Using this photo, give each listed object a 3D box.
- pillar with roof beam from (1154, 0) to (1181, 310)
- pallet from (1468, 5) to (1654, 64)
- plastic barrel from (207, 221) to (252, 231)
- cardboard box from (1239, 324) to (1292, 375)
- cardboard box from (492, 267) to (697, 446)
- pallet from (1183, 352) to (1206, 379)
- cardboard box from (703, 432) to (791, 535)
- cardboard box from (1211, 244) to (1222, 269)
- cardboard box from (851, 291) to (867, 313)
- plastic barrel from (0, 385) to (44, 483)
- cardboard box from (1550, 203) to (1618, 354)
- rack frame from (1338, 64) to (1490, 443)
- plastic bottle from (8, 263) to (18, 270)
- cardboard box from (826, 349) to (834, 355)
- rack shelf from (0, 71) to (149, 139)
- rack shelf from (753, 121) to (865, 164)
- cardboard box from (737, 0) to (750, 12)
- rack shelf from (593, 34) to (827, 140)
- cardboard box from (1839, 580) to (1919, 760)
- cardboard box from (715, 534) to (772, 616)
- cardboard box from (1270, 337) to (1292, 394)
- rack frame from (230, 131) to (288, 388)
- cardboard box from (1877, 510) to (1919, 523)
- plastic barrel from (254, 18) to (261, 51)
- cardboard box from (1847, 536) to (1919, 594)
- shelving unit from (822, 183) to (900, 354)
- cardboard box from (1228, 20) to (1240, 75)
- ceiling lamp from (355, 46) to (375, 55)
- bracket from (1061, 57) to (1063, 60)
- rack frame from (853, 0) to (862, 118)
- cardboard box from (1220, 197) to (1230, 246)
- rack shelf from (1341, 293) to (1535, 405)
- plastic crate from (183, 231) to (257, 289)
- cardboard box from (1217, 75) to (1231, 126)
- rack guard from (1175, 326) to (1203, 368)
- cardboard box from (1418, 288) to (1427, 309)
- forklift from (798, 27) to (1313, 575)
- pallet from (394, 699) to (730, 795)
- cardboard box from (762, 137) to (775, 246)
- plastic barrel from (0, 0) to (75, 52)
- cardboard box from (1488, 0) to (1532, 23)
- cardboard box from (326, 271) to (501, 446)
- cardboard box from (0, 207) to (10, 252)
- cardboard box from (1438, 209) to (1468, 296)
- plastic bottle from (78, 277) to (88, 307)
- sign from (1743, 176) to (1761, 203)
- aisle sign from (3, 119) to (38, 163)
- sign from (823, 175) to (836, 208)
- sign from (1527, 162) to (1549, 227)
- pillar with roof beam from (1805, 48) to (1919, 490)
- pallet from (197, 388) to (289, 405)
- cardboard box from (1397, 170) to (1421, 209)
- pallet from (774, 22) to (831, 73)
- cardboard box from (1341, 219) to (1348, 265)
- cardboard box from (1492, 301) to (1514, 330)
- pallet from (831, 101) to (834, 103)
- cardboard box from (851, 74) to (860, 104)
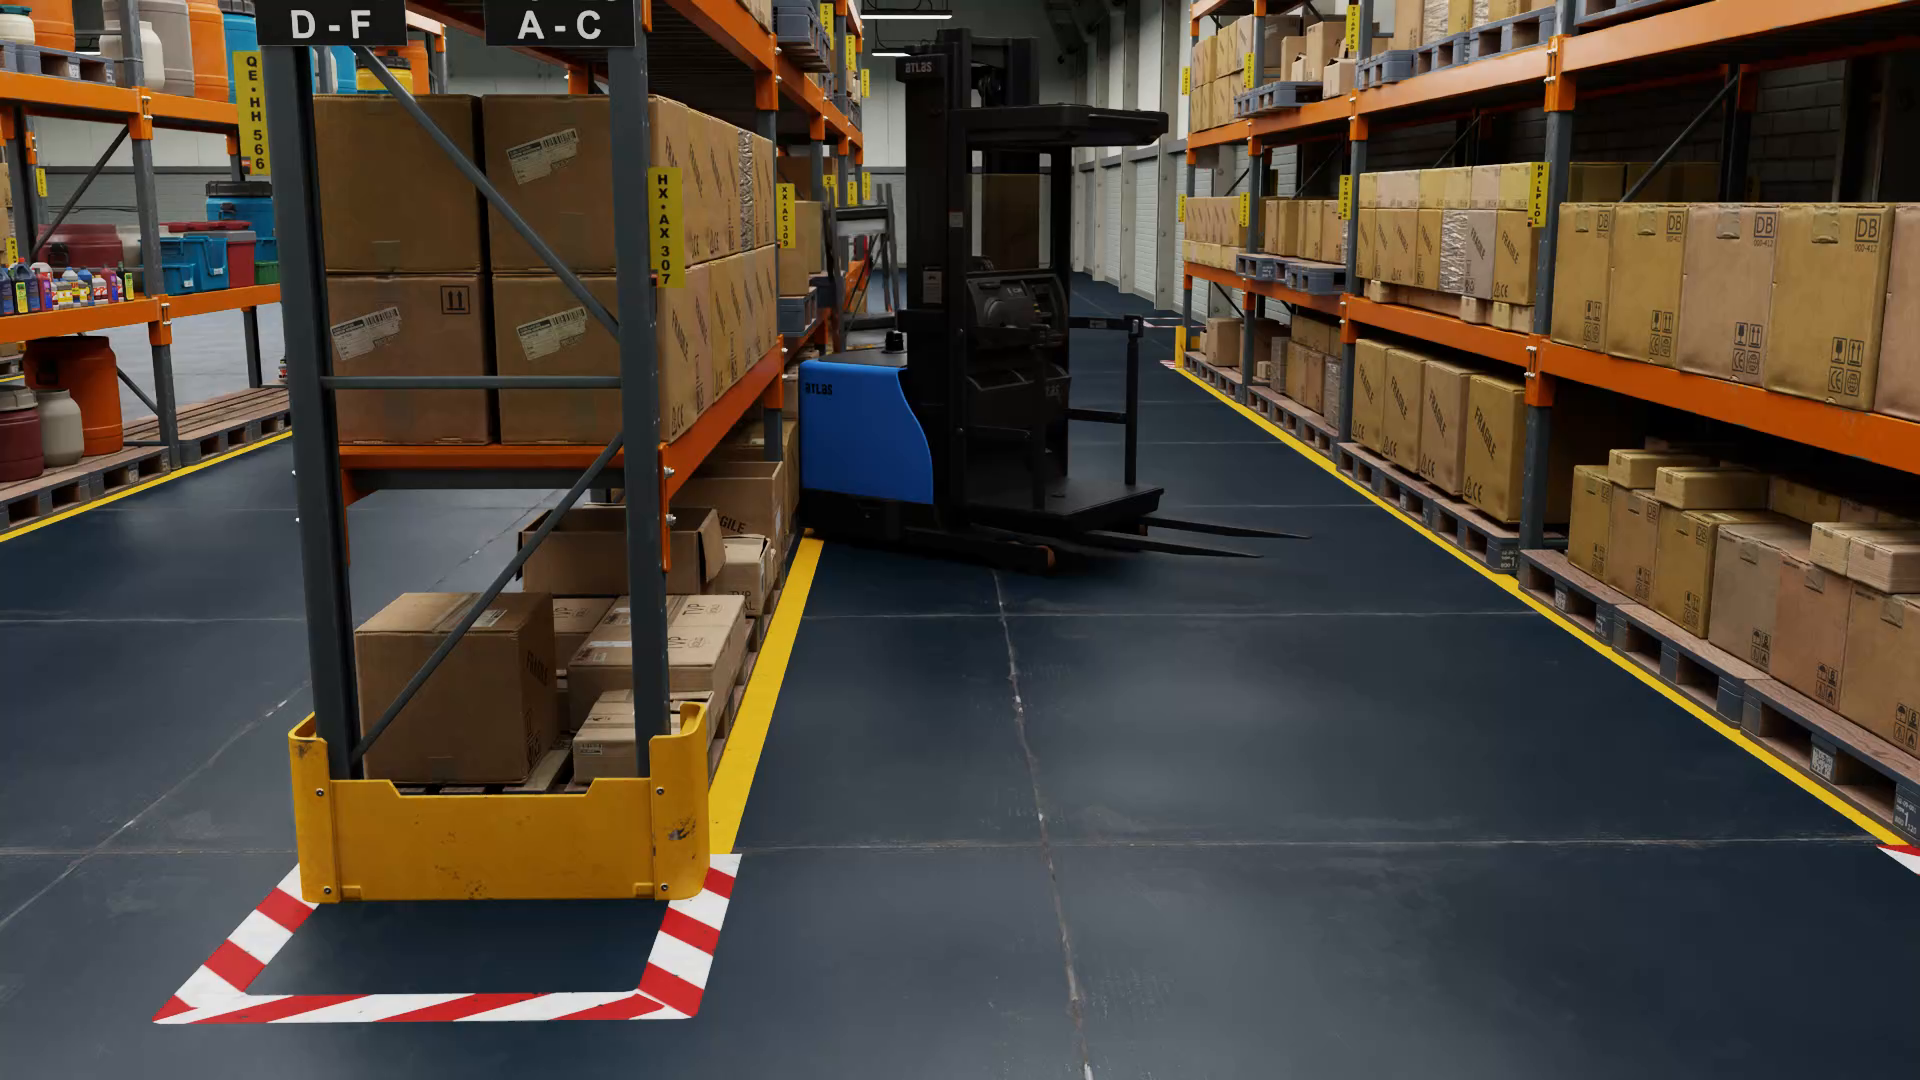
[{"bbox_3d":[-0.404,-8.807,30.836,9.100,9.000,0.400,0,11,-1],"label":"pillar with roof beam"},{"bbox_3d":[3.448,-2.808,9.290,0.805,0.209,1.217,-1,11,-3],"label":"pallet"},{"bbox_3d":[-6.753,-2.674,15.355,0.433,0.535,0.433,0,11,0],"label":"plastic barrel"},{"bbox_3d":[3.290,-2.036,17.732,0.500,0.500,0.500,-1,12,-5],"label":"cardboard box"},{"bbox_3d":[-1.099,-0.571,5.079,0.500,0.500,0.500,0,11,0],"label":"cardboard box"},{"bbox_3d":[3.252,-2.091,19.836,1.003,0.211,1.213,0,11,-1],"label":"pallet"},{"bbox_3d":[-1.202,-0.316,9.252,0.500,0.500,0.500,-1,11,-4],"label":"cardboard box"},{"bbox_3d":[3.011,-3.068,17.963,0.500,0.250,0.500,0,11,-1],"label":"cardboard box"},{"bbox_3d":[-1.375,-2.734,19.964,0.500,0.500,0.500,0,11,-1],"label":"cardboard box"},{"bbox_3d":[-6.420,-0.706,11.003,0.600,0.588,0.708,0,11,-1],"label":"plastic barrel"},{"bbox_3d":[3.512,-1.288,8.111,0.980,0.700,0.700,0,11,0],"label":"cardboard box"},{"bbox_3d":[3.434,-2.044,12.592,1.000,3.000,0.127,0,11,-1],"label":"rack frame"},{"bbox_3d":[-6.785,-1.855,11.973,0.152,0.276,0.135,0,11,-1],"label":"plastic bottle"},{"bbox_3d":[-1.263,-1.467,14.197,0.500,0.311,0.500,-1,11,-3],"label":"cardboard box"},{"bbox_3d":[-6.430,-2.724,10.205,1.077,0.370,4.000,0,11,-1],"label":"rack shelf"},{"bbox_3d":[-1.643,-4.333,18.140,1.077,0.370,4.000,0,11,-1],"label":"rack shelf"},{"bbox_3d":[-1.141,-2.330,6.834,0.500,0.250,0.500,0,11,-1],"label":"cardboard box"},{"bbox_3d":[-1.477,-2.743,10.301,1.077,0.370,4.000,0,11,-1],"label":"rack shelf"},{"bbox_3d":[3.485,0.426,5.644,0.700,0.500,0.500,0,11,-1],"label":"cardboard box"},{"bbox_3d":[-1.125,0.135,7.504,0.500,0.311,0.500,0,11,-1],"label":"cardboard box"},{"bbox_3d":[3.383,-1.684,15.995,0.700,0.500,0.500,0,11,1],"label":"cardboard box"},{"bbox_3d":[-6.554,-2.799,16.310,1.000,3.000,0.127,0,11,-1],"label":"rack frame"},{"bbox_3d":[3.671,-0.018,6.202,0.380,0.149,0.250,0,11,-1],"label":"cardboard box"},{"bbox_3d":[-6.313,-4.284,14.827,0.600,0.901,0.600,0,11,0],"label":"plastic barrel"},{"bbox_3d":[3.300,0.084,5.701,0.380,0.149,0.250,0,11,-2],"label":"cardboard box"},{"bbox_3d":[-0.610,-1.272,10.983,0.431,2.100,0.503,-6,12,-9],"label":"shelving unit"},{"bbox_3d":[3.048,-5.066,17.126,0.500,0.500,0.500,0,11,2],"label":"cardboard box"},{"bbox_3d":[-15.748,-14.416,43.802,2.000,3.185,0.800,0,11,-1],"label":"ceiling lamp"},{"bbox_3d":[3.128,-14.601,50.345,0.076,0.066,3.189,0,11,-1],"label":"bracket"},{"bbox_3d":[-1.684,-6.554,19.730,1.000,3.000,0.127,0,11,-1],"label":"rack frame"},{"bbox_3d":[3.016,-3.335,17.395,0.500,0.500,0.500,0,11,-1],"label":"cardboard box"},{"bbox_3d":[3.475,-1.294,10.703,1.077,0.370,4.000,0,11,-1],"label":"rack shelf"},{"bbox_3d":[-6.198,-2.357,13.974,0.402,0.464,0.583,0,11,-1],"label":"plastic crate"},{"bbox_3d":[3.047,-4.678,17.728,0.500,0.500,0.500,-1,11,-3],"label":"cardboard box"},{"bbox_3d":[3.270,-2.394,20.604,1.175,0.500,0.348,0,11,-1],"label":"rack guard"},{"bbox_3d":[3.264,-1.609,11.027,0.380,0.149,0.250,0,11,0],"label":"cardboard box"},{"bbox_3d":[0.504,-1.364,9.409,3.031,2.935,1.130,8,14,35],"label":"forklift"},{"bbox_3d":[-1.372,0.760,5.782,1.003,0.211,1.213,0,11,-1],"label":"pallet"},{"bbox_3d":[-1.167,-1.668,7.969,0.500,0.500,0.500,0,11,-1],"label":"cardboard box"},{"bbox_3d":[-6.462,-3.777,11.452,0.600,0.830,0.708,0,11,-1],"label":"plastic barrel"},{"bbox_3d":[3.532,-3.270,9.729,0.700,0.500,0.500,0,11,-2],"label":"cardboard box"},{"bbox_3d":[-1.635,-0.570,5.072,0.500,0.500,0.500,0,11,1],"label":"cardboard box"},{"bbox_3d":[-11.474,-3.560,19.063,0.875,0.500,0.500,0,11,-1],"label":"cardboard box"},{"bbox_3d":[3.233,-1.746,10.070,0.500,0.500,0.500,0,11,-1],"label":"cardboard box"},{"bbox_3d":[-6.041,-1.701,11.397,0.097,0.201,0.097,0,11,0],"label":"plastic bottle"},{"bbox_3d":[4.071,-1.715,8.591,0.100,0.325,0.005,0,11,-1],"label":"sign"},{"bbox_3d":[-11.290,-4.861,19.938,0.394,0.787,0.004,0,11,-1],"label":"aisle sign"},{"bbox_3d":[-0.976,-2.556,12.401,0.100,0.325,0.005,0,11,-1],"label":"sign"},{"bbox_3d":[2.974,-1.774,8.544,0.100,0.325,0.005,0,11,-1],"label":"sign"},{"bbox_3d":[0.092,-4.036,7.320,9.100,9.000,0.400,0,11,-1],"label":"pillar with roof beam"},{"bbox_3d":[-6.499,-1.276,15.819,1.003,0.211,1.213,0,11,-1],"label":"pallet"},{"bbox_3d":[3.212,-2.319,11.009,0.500,0.250,0.500,0,11,-1],"label":"cardboard box"},{"bbox_3d":[-1.404,-2.942,9.945,1.213,0.211,1.003,0,11,-1],"label":"pallet"},{"bbox_3d":[3.414,-2.402,12.998,0.700,0.500,0.500,-2,12,-8],"label":"cardboard box"},{"bbox_3d":[3.198,-1.252,9.268,0.380,0.149,0.250,0,11,0],"label":"cardboard box"},{"bbox_3d":[-1.570,-4.019,15.264,0.805,0.209,1.217,-1,11,-3],"label":"pallet"},{"bbox_3d":[-1.385,-4.976,18.313,0.500,0.311,0.500,1,12,6],"label":"cardboard box"}]
